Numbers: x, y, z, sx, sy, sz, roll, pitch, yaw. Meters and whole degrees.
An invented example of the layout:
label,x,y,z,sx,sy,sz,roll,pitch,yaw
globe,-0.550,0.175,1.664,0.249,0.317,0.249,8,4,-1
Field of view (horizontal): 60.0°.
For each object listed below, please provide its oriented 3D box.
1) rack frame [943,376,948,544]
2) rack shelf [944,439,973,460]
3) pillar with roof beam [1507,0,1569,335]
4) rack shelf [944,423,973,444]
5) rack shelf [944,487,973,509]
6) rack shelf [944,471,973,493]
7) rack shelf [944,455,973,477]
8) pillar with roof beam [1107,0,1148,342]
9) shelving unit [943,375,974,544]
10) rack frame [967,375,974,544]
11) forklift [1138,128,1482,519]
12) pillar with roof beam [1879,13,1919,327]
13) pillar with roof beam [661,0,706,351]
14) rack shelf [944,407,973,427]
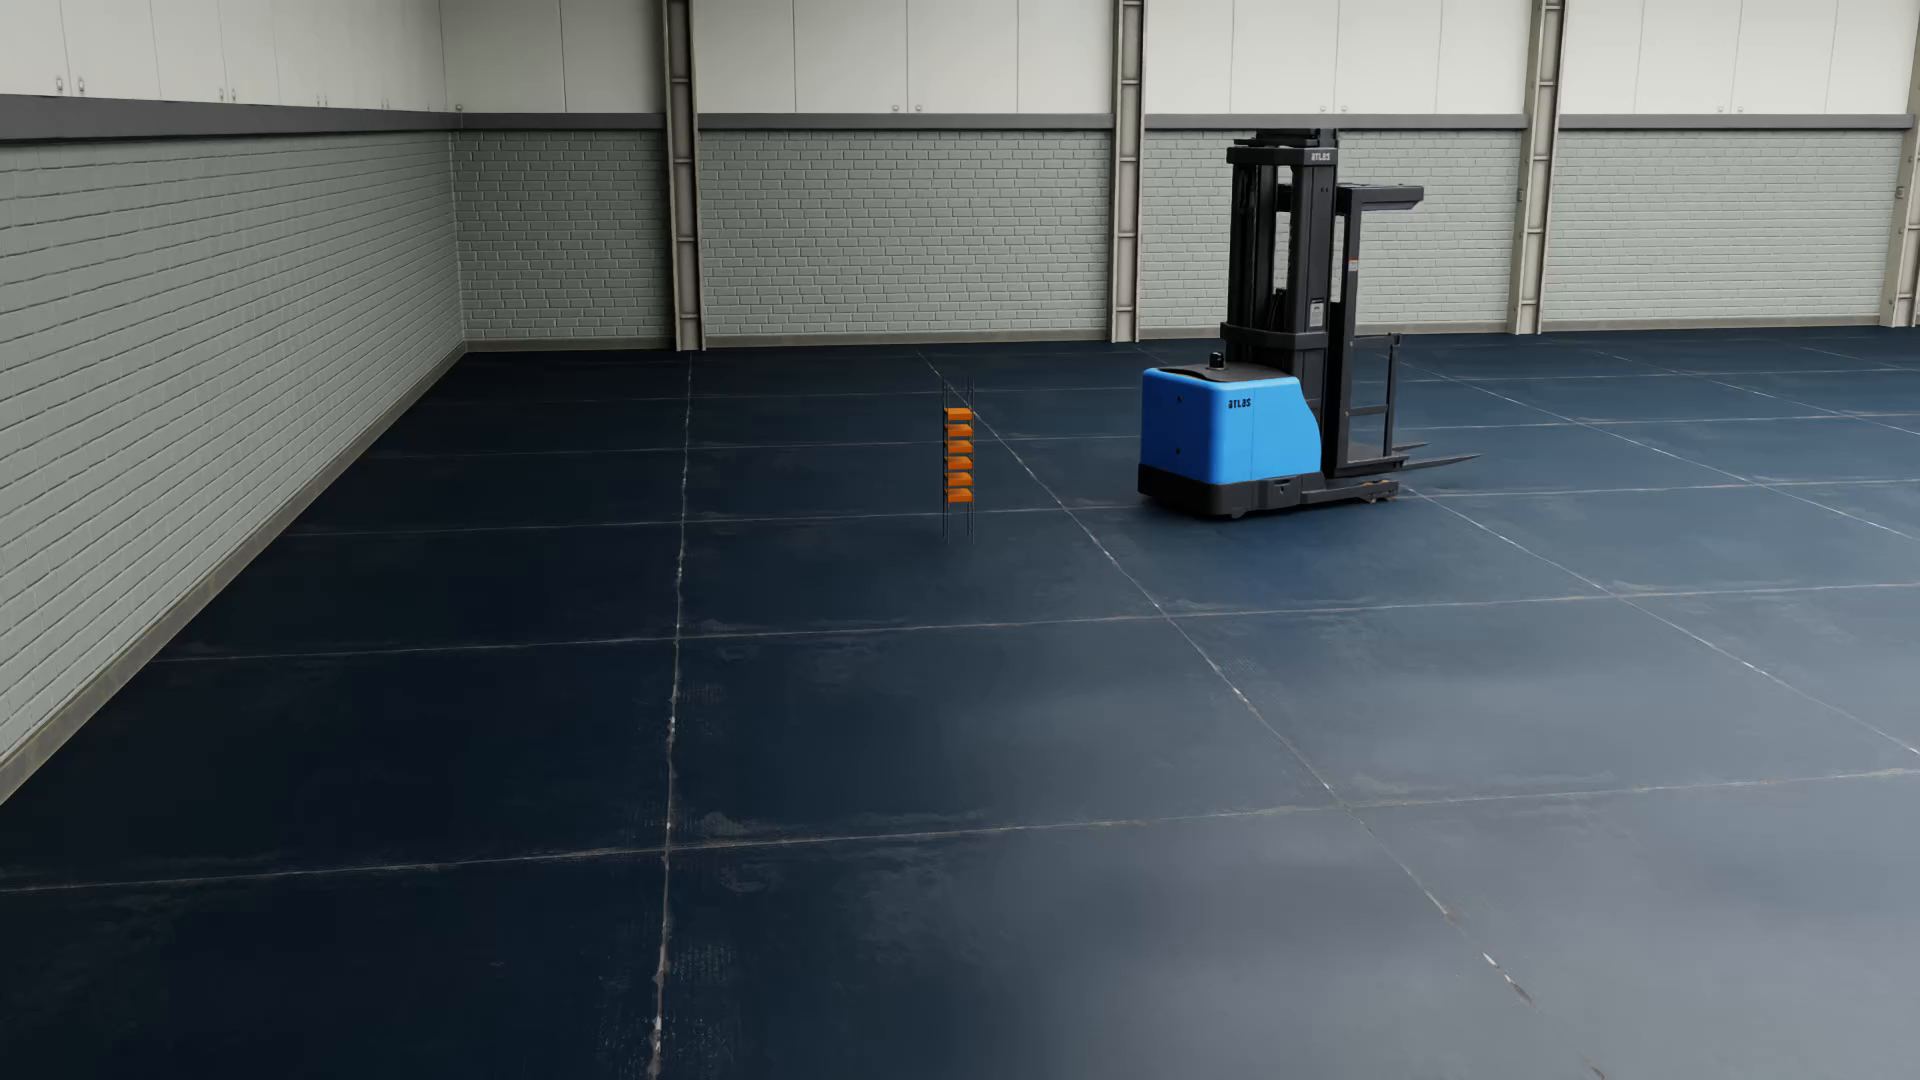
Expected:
label,x,y,z,sx,sy,sz,roll,pitch,yaw
rack frame,-0.105,-0.578,12.061,0.006,1.200,0.240,-2,14,-8
rack shelf,-0.014,-0.655,12.055,0.180,0.103,0.258,-2,14,-8
pillar with roof beam,8.863,-6.351,19.048,0.400,9.000,9.100,-2,14,-8
rack shelf,-0.014,-0.771,12.026,0.180,0.103,0.258,-2,14,-8
rack shelf,-0.014,-0.306,12.143,0.180,0.103,0.258,-2,14,-8
rack shelf,-0.014,-0.422,12.114,0.180,0.103,0.258,-2,14,-8
rack shelf,-0.014,-0.538,12.085,0.180,0.103,0.258,-2,14,-8
pillar with roof beam,2.930,-6.134,18.181,0.400,9.000,9.100,-2,14,-8
shelving unit,-0.014,-0.581,12.074,0.189,1.200,0.258,-2,14,-8
rack frame,0.076,-0.585,12.087,0.006,1.200,0.240,-2,14,-8
forklift,2.980,-1.823,13.465,3.031,2.935,1.130,-8,16,-28
pillar with roof beam,14.796,-6.569,19.915,0.400,9.000,9.100,-2,14,-8
pillar with roof beam,-3.003,-5.916,17.314,0.400,9.000,9.100,-2,14,-8
rack shelf,-0.014,-0.888,11.997,0.180,0.103,0.258,-2,14,-8
